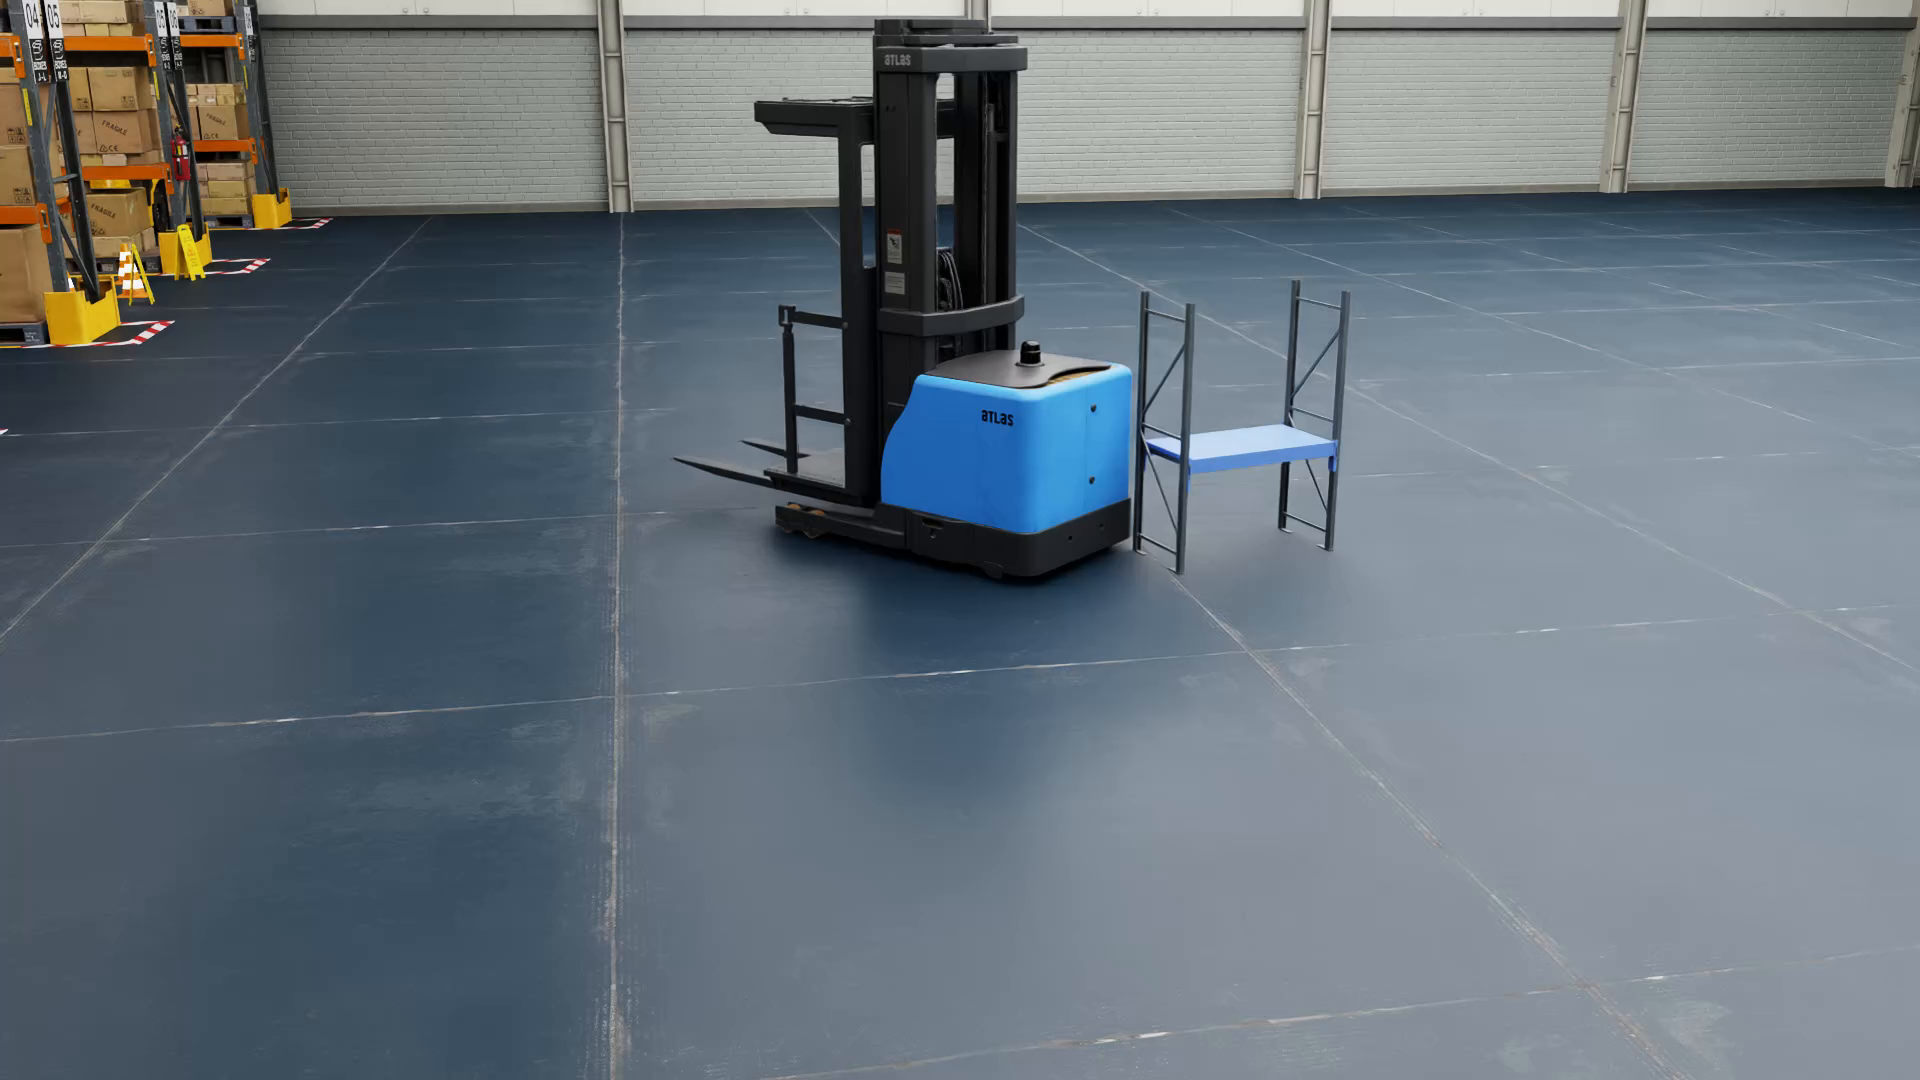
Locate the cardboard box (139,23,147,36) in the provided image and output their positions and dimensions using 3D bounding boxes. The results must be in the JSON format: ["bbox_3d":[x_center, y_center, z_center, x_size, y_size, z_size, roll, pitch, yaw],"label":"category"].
[{"bbox_3d":[-10.073,-6.274,20.449,0.250,0.149,0.380,-3,17,-10],"label":"cardboard box"}]

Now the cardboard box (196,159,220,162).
[{"bbox_3d":[-11.629,-5.679,25.458,0.500,0.250,0.500,-3,17,-10],"label":"cardboard box"}]

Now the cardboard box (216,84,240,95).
[{"bbox_3d":[-10.943,-6.735,24.849,0.250,0.149,0.380,-3,17,-10],"label":"cardboard box"}]

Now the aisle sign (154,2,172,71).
[{"bbox_3d":[-9.570,-6.048,19.965,0.004,0.787,0.394,-3,17,-10],"label":"aisle sign"}]

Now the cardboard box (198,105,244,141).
[{"bbox_3d":[-11.065,-6.260,24.915,0.500,0.500,0.500,-4,17,-12],"label":"cardboard box"}]

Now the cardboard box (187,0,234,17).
[{"bbox_3d":[-11.020,-7.951,24.425,0.500,0.500,0.500,-3,17,-9],"label":"cardboard box"}]

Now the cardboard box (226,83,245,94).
[{"bbox_3d":[-11.002,-6.859,25.252,0.250,0.149,0.380,-4,17,-12],"label":"cardboard box"}]

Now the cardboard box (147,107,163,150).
[{"bbox_3d":[-10.204,-5.129,20.724,0.500,0.500,0.500,-4,17,-11],"label":"cardboard box"}]

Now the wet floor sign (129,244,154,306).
[{"bbox_3d":[-8.995,-2.911,18.189,0.232,0.644,0.267,-6,18,-20],"label":"wet floor sign"}]

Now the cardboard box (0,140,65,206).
[{"bbox_3d":[-9.003,-3.502,15.848,0.550,0.550,0.875,-3,17,-10],"label":"cardboard box"}]

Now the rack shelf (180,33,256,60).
[{"bbox_3d":[-12.595,-7.294,24.568,4.000,0.370,1.077,-3,17,-10],"label":"rack shelf"}]

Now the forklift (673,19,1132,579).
[{"bbox_3d":[-0.479,-1.521,9.770,3.031,2.935,1.130,13,22,37],"label":"forklift"}]

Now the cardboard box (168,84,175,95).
[{"bbox_3d":[-11.690,-6.698,24.727,0.250,0.149,0.380,-3,17,-10],"label":"cardboard box"}]

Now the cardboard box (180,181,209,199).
[{"bbox_3d":[-11.544,-5.299,25.072,0.500,0.250,0.500,-3,17,-11],"label":"cardboard box"}]

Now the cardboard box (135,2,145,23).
[{"bbox_3d":[-10.230,-6.438,20.305,0.500,0.250,0.500,-4,17,-11],"label":"cardboard box"}]

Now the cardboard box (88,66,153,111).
[{"bbox_3d":[-10.146,-5.462,20.105,0.500,0.500,0.700,-4,17,-12],"label":"cardboard box"}]

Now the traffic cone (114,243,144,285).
[{"bbox_3d":[-9.863,-3.277,19.691,0.334,0.463,0.336,-3,17,-10],"label":"traffic cone"}]

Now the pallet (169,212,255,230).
[{"bbox_3d":[-11.374,-4.928,25.497,1.213,0.211,1.003,-3,17,-10],"label":"pallet"}]

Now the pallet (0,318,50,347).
[{"bbox_3d":[-9.418,-2.064,16.171,1.213,0.211,1.003,-3,17,-10],"label":"pallet"}]

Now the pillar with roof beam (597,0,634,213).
[{"bbox_3d":[-4.778,-8.498,22.152,0.400,9.000,9.100,-3,17,-10],"label":"pillar with roof beam"}]

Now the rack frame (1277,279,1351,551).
[{"bbox_3d":[2.036,-0.720,9.600,0.032,1.500,0.500,-8,19,-24],"label":"rack frame"}]

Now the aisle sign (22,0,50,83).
[{"bbox_3d":[-8.521,-4.624,15.330,0.004,0.787,0.394,-3,17,-10],"label":"aisle sign"}]

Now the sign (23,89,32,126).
[{"bbox_3d":[-8.558,-3.973,15.264,0.005,0.325,0.100,-3,17,-10],"label":"sign"}]

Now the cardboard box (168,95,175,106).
[{"bbox_3d":[-11.676,-6.543,24.732,0.250,0.149,0.380,-3,17,-11],"label":"cardboard box"}]

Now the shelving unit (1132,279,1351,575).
[{"bbox_3d":[1.577,-0.655,9.391,1.048,1.500,0.538,-8,19,-24],"label":"shelving unit"}]

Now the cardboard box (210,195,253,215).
[{"bbox_3d":[-11.033,-5.085,25.226,0.500,0.250,0.500,-3,17,-10],"label":"cardboard box"}]

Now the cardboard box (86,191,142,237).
[{"bbox_3d":[-10.423,-4.010,20.450,0.500,0.500,0.500,-3,17,-10],"label":"cardboard box"}]

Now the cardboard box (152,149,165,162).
[{"bbox_3d":[-10.059,-4.806,20.777,0.250,0.149,0.380,-3,17,-10],"label":"cardboard box"}]

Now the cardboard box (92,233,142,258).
[{"bbox_3d":[-10.452,-3.648,20.546,0.500,0.250,0.500,-3,17,-11],"label":"cardboard box"}]

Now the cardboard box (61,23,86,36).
[{"bbox_3d":[-10.489,-6.070,19.785,0.250,0.149,0.380,-3,17,-9],"label":"cardboard box"}]

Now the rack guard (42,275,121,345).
[{"bbox_3d":[-8.624,-2.270,16.352,0.348,0.500,1.175,-3,17,-10],"label":"rack guard"}]

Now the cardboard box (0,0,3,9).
[{"bbox_3d":[-8.910,-4.910,15.122,0.250,0.149,0.380,-3,17,-11],"label":"cardboard box"}]

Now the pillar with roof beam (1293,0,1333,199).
[{"bbox_3d":[7.004,-9.166,24.328,0.400,9.000,9.100,-3,17,-10],"label":"pillar with roof beam"}]

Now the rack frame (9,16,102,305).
[{"bbox_3d":[-8.648,-3.464,15.980,0.127,3.000,1.000,-3,17,-10],"label":"rack frame"}]

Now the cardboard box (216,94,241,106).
[{"bbox_3d":[-10.919,-6.574,24.830,0.250,0.149,0.380,-3,17,-10],"label":"cardboard box"}]

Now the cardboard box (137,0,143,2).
[{"bbox_3d":[-10.074,-6.619,20.214,0.250,0.149,0.380,-3,17,-11],"label":"cardboard box"}]

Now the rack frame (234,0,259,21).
[{"bbox_3d":[-10.631,-9.184,24.385,0.127,3.000,1.000,-3,17,-10],"label":"rack frame"}]

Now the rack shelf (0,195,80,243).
[{"bbox_3d":[-10.611,-3.008,15.723,4.000,0.370,1.077,-3,17,-10],"label":"rack shelf"}]

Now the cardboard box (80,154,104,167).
[{"bbox_3d":[-10.496,-4.628,20.200,0.250,0.149,0.380,-4,17,-11],"label":"cardboard box"}]
